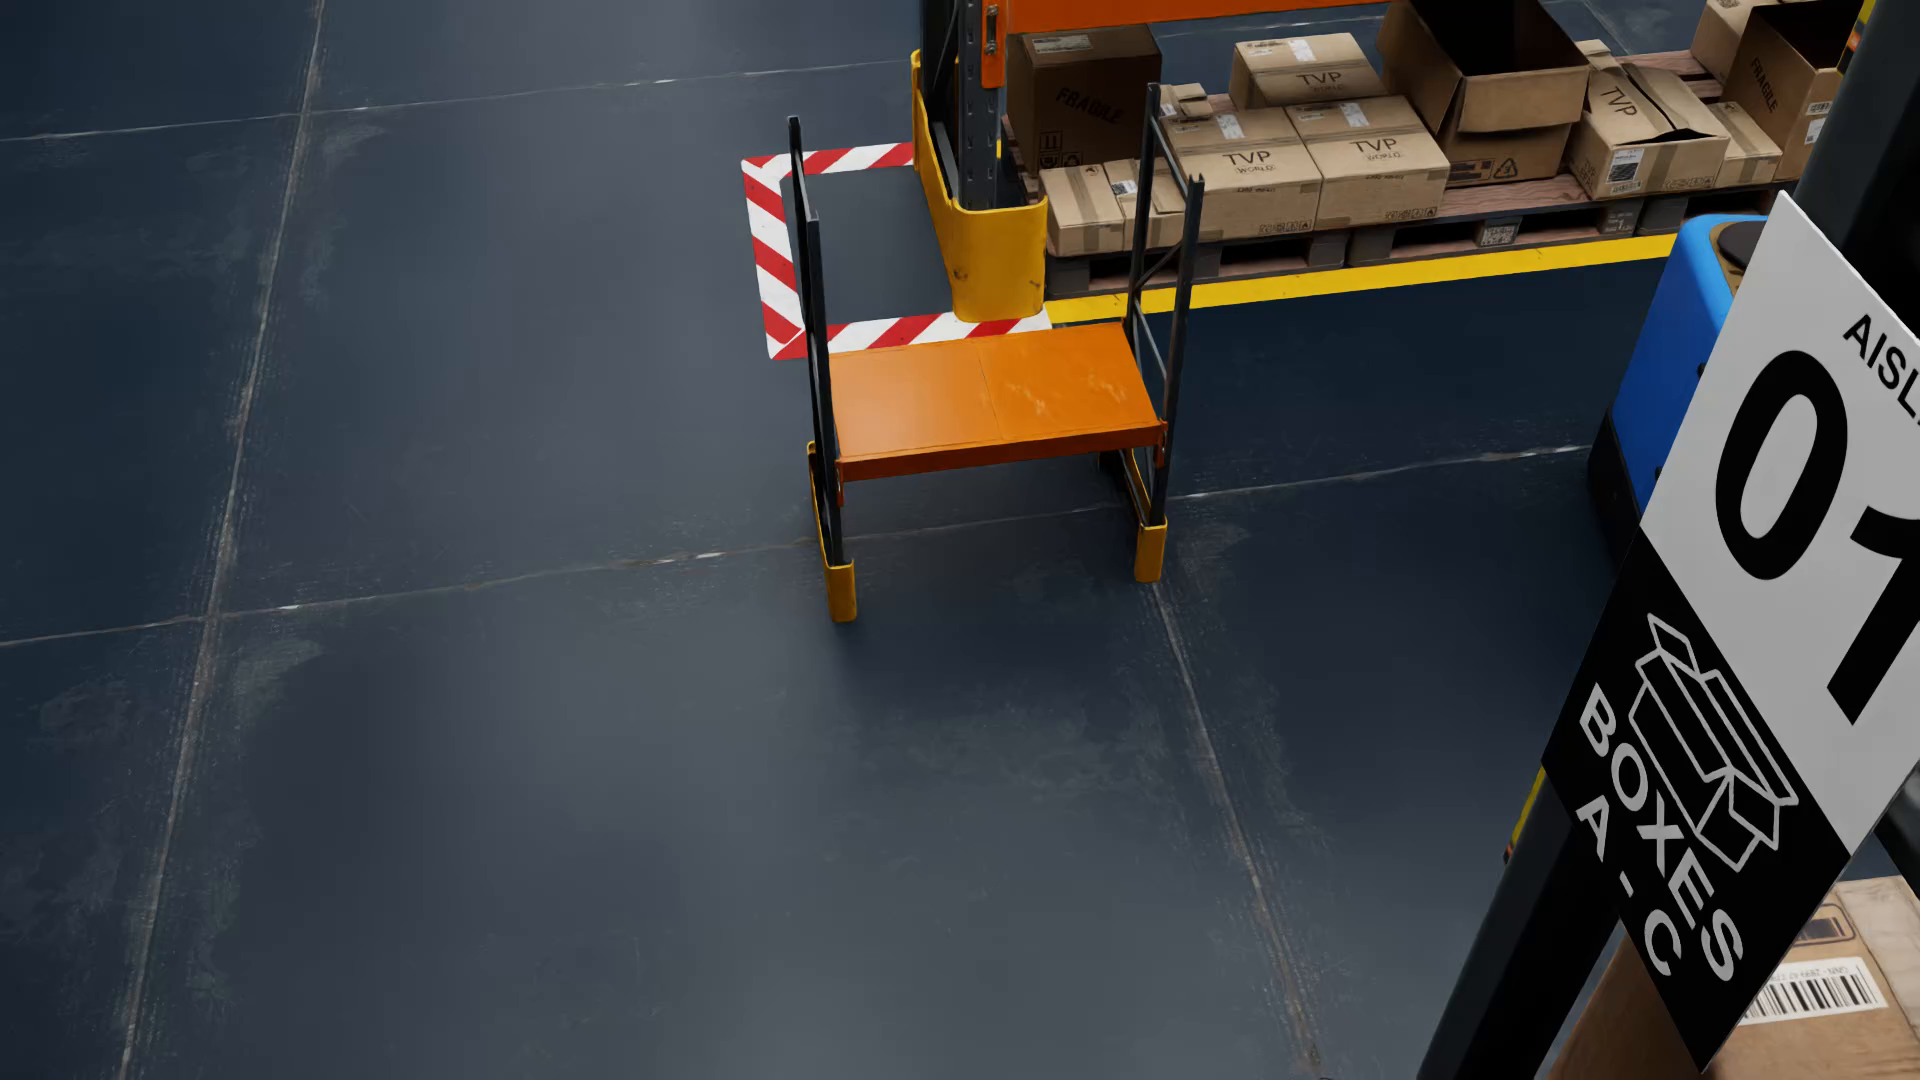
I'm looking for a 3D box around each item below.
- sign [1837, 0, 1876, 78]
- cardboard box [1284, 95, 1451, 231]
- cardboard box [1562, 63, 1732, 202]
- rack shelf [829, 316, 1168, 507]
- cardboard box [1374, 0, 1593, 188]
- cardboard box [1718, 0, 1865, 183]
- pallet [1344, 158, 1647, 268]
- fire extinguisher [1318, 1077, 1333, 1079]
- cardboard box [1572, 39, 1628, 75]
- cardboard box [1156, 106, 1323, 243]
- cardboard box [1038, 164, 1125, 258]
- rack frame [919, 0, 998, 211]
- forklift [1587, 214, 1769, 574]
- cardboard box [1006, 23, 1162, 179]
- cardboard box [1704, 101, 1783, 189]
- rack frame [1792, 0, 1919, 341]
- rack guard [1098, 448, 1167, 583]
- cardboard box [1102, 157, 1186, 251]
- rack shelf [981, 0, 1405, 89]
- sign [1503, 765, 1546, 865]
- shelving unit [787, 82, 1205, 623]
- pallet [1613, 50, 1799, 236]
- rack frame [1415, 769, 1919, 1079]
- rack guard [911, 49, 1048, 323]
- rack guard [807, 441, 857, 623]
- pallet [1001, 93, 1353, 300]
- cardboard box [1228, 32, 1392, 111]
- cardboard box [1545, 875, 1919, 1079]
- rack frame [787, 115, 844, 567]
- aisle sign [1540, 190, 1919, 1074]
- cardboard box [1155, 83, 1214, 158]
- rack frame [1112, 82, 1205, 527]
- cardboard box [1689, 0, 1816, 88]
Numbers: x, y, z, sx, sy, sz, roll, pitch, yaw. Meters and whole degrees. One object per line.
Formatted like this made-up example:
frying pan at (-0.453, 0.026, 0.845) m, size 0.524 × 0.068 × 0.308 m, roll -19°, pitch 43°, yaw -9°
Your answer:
sign at (0.756, -0.477, 1.264) m, size 0.005 × 0.325 × 0.100 m, roll -7°, pitch 46°, yaw -7°
cardboard box at (1.556, -1.472, 6.469) m, size 0.500 × 0.250 × 0.500 m, roll -7°, pitch 46°, yaw -7°
cardboard box at (2.675, -1.632, 6.581) m, size 0.500 × 0.311 × 0.500 m, roll -7°, pitch 46°, yaw -7°
rack shelf at (0.084, -0.406, 5.130) m, size 1.000 × 0.185 × 0.538 m, roll -7°, pitch 46°, yaw -7°
cardboard box at (2.077, -1.828, 6.636) m, size 0.637 × 0.503 × 0.797 m, roll -7°, pitch 46°, yaw -7°
cardboard box at (3.414, -1.790, 6.602) m, size 0.500 × 0.500 × 0.500 m, roll -7°, pitch 46°, yaw -7°
pallet at (2.046, -1.572, 6.899) m, size 1.213 × 0.211 × 1.003 m, roll -7°, pitch 46°, yaw -7°
fire extinguisher at (0.607, 1.077, 2.722) m, size 0.183 × 0.674 × 0.296 m, roll -7°, pitch 46°, yaw -7°
cardboard box at (2.626, -1.934, 6.972) m, size 0.250 × 0.166 × 0.380 m, roll -7°, pitch 46°, yaw -7°
cardboard box at (1.063, -1.410, 6.410) m, size 0.500 × 0.250 × 0.500 m, roll -7°, pitch 46°, yaw -7°
cardboard box at (0.457, -1.256, 6.331) m, size 0.250 × 0.149 × 0.380 m, roll -7°, pitch 46°, yaw -7°
rack frame at (-0.014, -2.285, 5.648) m, size 0.127 × 3.000 × 1.000 m, roll -7°, pitch 46°, yaw -7°
forklift at (3.622, -0.838, 4.302) m, size 3.031 × 2.935 × 1.130 m, roll 3°, pitch 46°, yaw 3°
cardboard box at (0.480, -1.812, 6.623) m, size 0.500 × 0.500 × 0.500 m, roll -7°, pitch 46°, yaw -7°
cardboard box at (3.055, -1.579, 6.643) m, size 0.250 × 0.149 × 0.380 m, roll -7°, pitch 46°, yaw -7°
rack frame at (0.834, -0.852, 0.102) m, size 0.127 × 3.000 × 1.000 m, roll -7°, pitch 46°, yaw -7°
rack guard at (0.566, -0.157, 5.508) m, size 0.087 × 0.250 × 0.587 m, roll -7°, pitch 46°, yaw -7°
cardboard box at (0.704, -1.292, 6.354) m, size 0.250 × 0.166 × 0.380 m, roll -7°, pitch 46°, yaw -7°
rack shelf at (1.957, -2.281, 6.144) m, size 4.000 × 0.370 × 1.077 m, roll -7°, pitch 46°, yaw -7°
sign at (0.756, 0.359, 2.132) m, size 0.005 × 0.325 × 0.100 m, roll -7°, pitch 46°, yaw -7°
shelving unit at (0.075, -0.530, 4.999) m, size 1.083 × 1.500 × 0.587 m, roll -7°, pitch 46°, yaw -7°
pallet at (3.251, -1.725, 7.045) m, size 1.213 × 0.211 × 1.003 m, roll -7°, pitch 46°, yaw -7°
rack frame at (0.834, 1.230, 2.262) m, size 0.127 × 3.000 × 1.000 m, roll -7°, pitch 46°, yaw -7°
rack guard at (0.061, -1.427, 6.557) m, size 0.348 × 0.500 × 1.175 m, roll -7°, pitch 46°, yaw -7°
rack guard at (-0.416, -0.035, 5.390) m, size 0.087 × 0.250 × 0.587 m, roll -7°, pitch 46°, yaw -7°
pallet at (0.846, -1.425, 6.757) m, size 1.213 × 0.211 × 1.003 m, roll -7°, pitch 46°, yaw -7°
cardboard box at (1.421, -1.820, 6.805) m, size 0.500 × 0.250 × 0.500 m, roll -7°, pitch 46°, yaw -7°
cardboard box at (1.335, 1.056, 2.221) m, size 0.700 × 0.700 × 0.980 m, roll -5°, pitch 46°, yaw -5°
rack frame at (-0.417, -0.468, 4.940) m, size 0.032 × 1.500 × 0.500 m, roll -7°, pitch 46°, yaw -7°
aisle sign at (0.712, 0.124, 1.522) m, size 0.004 × 0.787 × 0.394 m, roll -7°, pitch 46°, yaw -7°
cardboard box at (0.894, -1.682, 6.729) m, size 0.250 × 0.166 × 0.380 m, roll -7°, pitch 46°, yaw -7°
rack frame at (0.585, -0.593, 5.060) m, size 0.032 × 1.500 × 0.500 m, roll -7°, pitch 46°, yaw -7°
cardboard box at (3.477, -2.097, 7.030) m, size 0.500 × 0.311 × 0.500 m, roll -7°, pitch 46°, yaw -7°
